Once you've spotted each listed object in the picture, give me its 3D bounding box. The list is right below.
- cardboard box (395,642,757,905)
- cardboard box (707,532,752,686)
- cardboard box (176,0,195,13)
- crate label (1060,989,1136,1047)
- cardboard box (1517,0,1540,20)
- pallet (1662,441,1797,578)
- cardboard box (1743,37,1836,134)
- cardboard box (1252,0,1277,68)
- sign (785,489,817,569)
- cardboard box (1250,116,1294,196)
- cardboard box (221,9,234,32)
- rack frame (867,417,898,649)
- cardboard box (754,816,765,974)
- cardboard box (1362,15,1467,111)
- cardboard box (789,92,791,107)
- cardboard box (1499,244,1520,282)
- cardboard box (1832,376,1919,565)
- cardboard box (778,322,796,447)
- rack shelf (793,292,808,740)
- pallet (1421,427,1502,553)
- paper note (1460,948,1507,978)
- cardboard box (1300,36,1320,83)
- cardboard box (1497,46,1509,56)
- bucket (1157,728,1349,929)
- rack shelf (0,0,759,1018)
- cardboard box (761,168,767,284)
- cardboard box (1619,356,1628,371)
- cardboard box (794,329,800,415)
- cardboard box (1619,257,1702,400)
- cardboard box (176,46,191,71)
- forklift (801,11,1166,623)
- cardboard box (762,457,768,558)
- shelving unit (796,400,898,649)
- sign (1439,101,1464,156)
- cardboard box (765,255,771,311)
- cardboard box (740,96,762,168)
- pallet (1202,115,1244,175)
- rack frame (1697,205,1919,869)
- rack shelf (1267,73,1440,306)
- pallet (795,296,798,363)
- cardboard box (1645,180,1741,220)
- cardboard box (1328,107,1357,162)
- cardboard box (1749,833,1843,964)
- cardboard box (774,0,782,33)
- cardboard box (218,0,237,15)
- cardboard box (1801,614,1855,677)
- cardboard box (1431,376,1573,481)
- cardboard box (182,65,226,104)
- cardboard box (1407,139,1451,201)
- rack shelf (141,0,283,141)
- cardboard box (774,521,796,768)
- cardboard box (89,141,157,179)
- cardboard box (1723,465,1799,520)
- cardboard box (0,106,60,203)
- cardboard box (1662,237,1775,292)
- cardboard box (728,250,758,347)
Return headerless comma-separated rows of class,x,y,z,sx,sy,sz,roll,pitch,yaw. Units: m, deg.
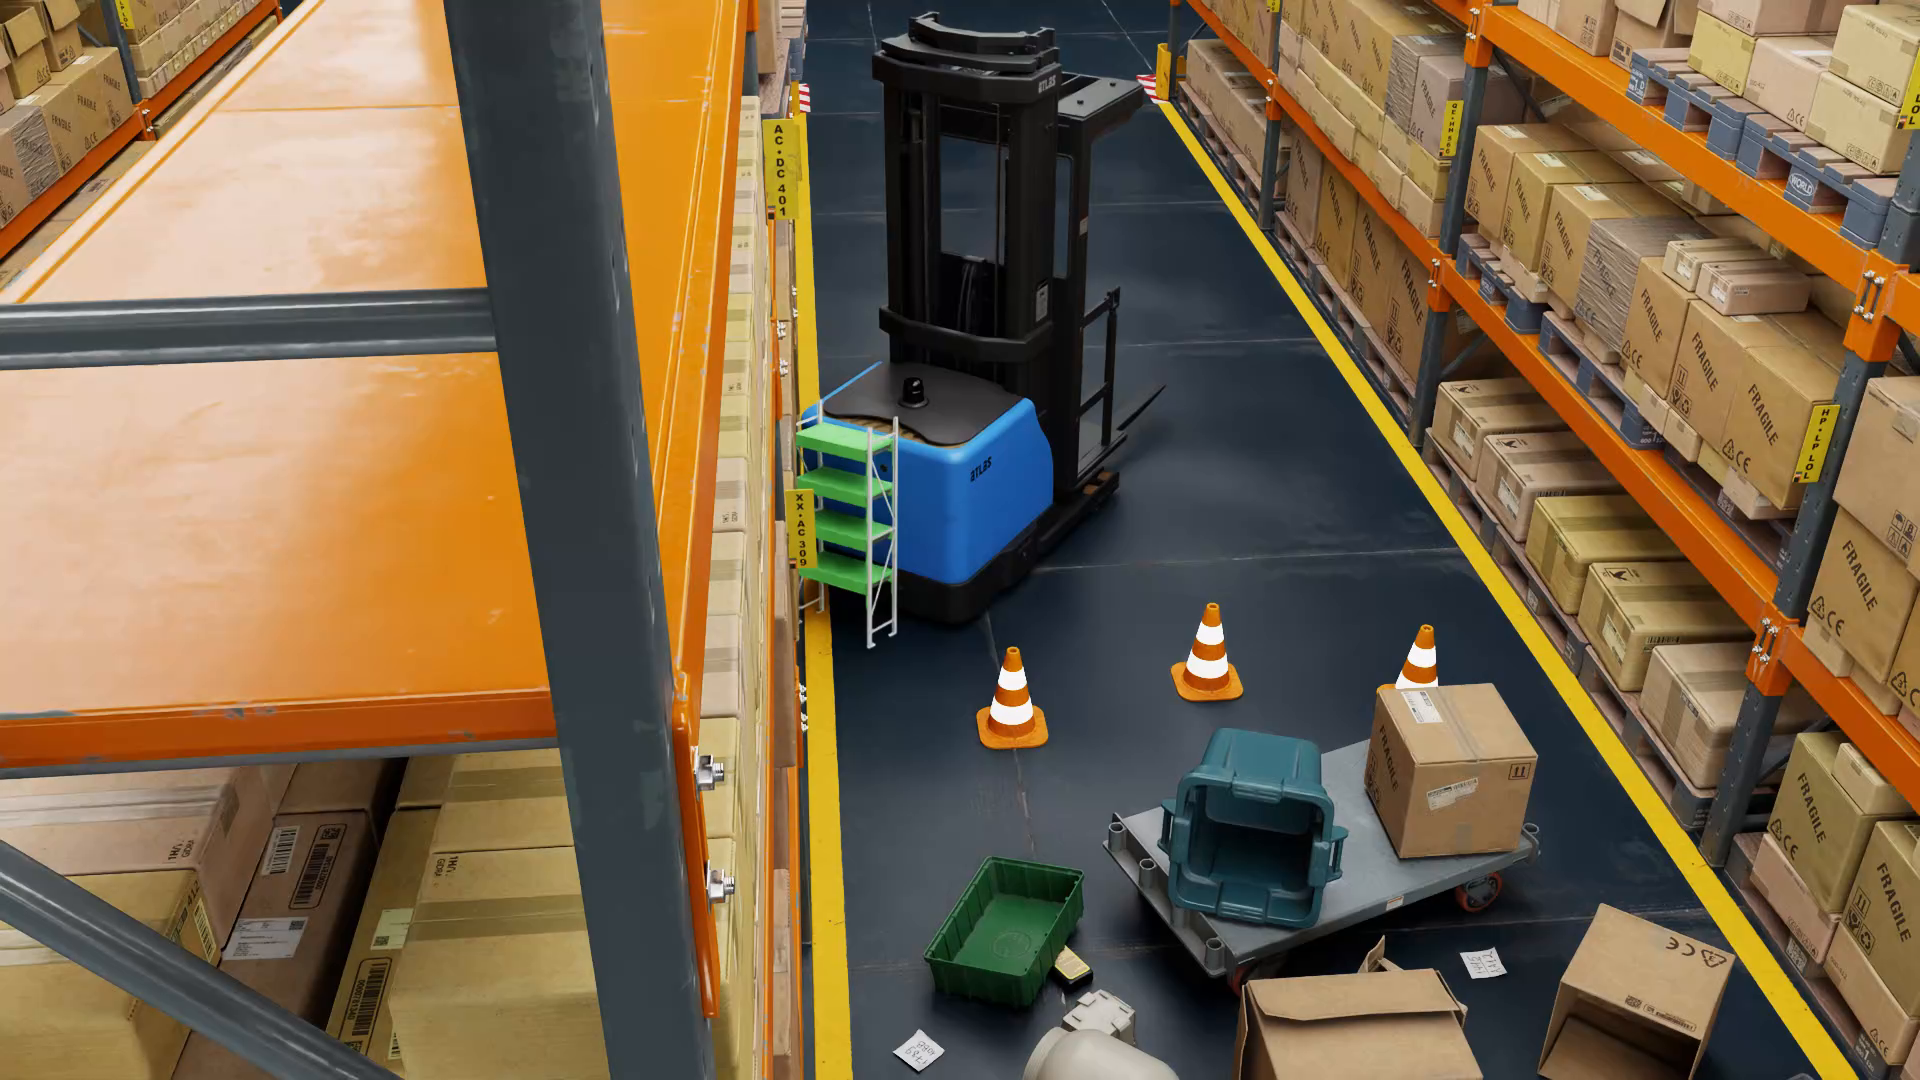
cardboard box,-0.586,0.345,2.671,0.500,0.250,0.500,-3,31,-5
cardboard box,-0.532,0.119,2.662,0.380,0.149,0.250,-2,31,-4
cardboard box,-6.698,-4.662,13.756,0.500,0.500,0.500,-4,31,-6
crate label,0.536,1.889,6.455,0.250,0.136,0.298,27,40,37
cardboard box,3.284,-2.947,9.079,0.380,0.149,0.250,-3,31,-5
pallet,3.871,-0.208,7.361,1.003,0.211,1.213,-3,31,-5
cardboard box,3.556,-1.847,6.729,0.500,0.250,0.500,-2,31,-4
cardboard box,2.752,-4.245,13.835,0.500,0.500,0.500,-2,31,-4
sign,-0.569,-0.038,5.967,0.100,0.325,0.005,-3,31,-5
cardboard box,3.098,-3.384,14.580,0.875,0.438,0.875,-3,31,-5
cardboard box,-6.708,-4.618,14.801,0.380,0.149,0.250,-3,31,-4
rack frame,-0.398,-0.029,8.527,0.015,1.200,0.240,15,25,31
cardboard box,-0.508,0.586,2.657,0.380,0.149,0.250,-3,31,-4
cardboard box,3.019,-3.175,11.068,0.500,0.500,0.500,-3,31,-5
cardboard box,-1.782,-4.158,15.577,0.380,0.149,0.250,-2,31,-3
cardboard box,3.242,-1.546,9.248,0.380,0.149,0.250,-5,31,-8
cardboard box,3.623,-0.258,5.895,0.700,0.500,0.500,-3,31,-5
cardboard box,-1.042,-0.701,7.902,0.500,0.500,0.500,-2,31,-4
rack shelf,-1.308,-0.317,8.058,1.077,0.370,4.000,-3,31,-5
pallet,3.495,-0.340,10.113,1.003,0.211,1.213,-3,31,-5
paper note,2.148,1.733,6.819,0.148,0.019,0.142,-3,31,-5
cardboard box,2.887,-3.625,12.553,0.500,0.250,0.500,-2,31,-4
cardboard box,3.565,-2.924,10.649,0.500,0.500,0.500,-3,31,-4
bucket,1.187,1.107,6.682,0.726,0.611,0.620,8,22,13
rack shelf,-0.935,-0.679,3.203,1.077,0.370,4.000,-3,31,-5
cardboard box,-0.820,-0.940,4.823,0.500,0.250,0.500,-3,31,-5
cardboard box,3.471,-0.876,8.128,0.380,0.149,0.250,-4,31,-6
cardboard box,-1.307,-1.128,10.741,0.500,0.500,0.500,-4,31,-7
cardboard box,3.436,-0.986,7.679,0.500,0.500,0.500,-2,31,-3
cardboard box,-6.589,-3.965,13.709,0.380,0.149,0.250,-4,31,-6
forklift,0.319,-1.536,9.464,1.130,2.935,3.031,17,35,26
cardboard box,-0.626,-0.058,3.736,0.380,0.149,0.250,-3,31,-5
shelving unit,-0.600,-0.082,8.652,0.503,1.200,0.258,15,25,31
sign,2.871,-2.405,9.722,0.100,0.325,0.005,-3,31,-5
cardboard box,-0.745,-0.709,4.825,0.380,0.149,0.250,-2,31,-4
cardboard box,-0.770,-1.179,4.834,0.380,0.149,0.250,-3,31,-5
pallet,2.940,-3.797,15.902,1.003,0.211,1.213,-3,31,-5
rack frame,3.797,0.106,6.647,1.000,3.000,0.127,-3,31,-5
rack shelf,3.237,-2.648,11.960,1.077,0.370,4.000,-3,31,-5
pallet,-1.678,-1.470,12.006,1.003,0.211,1.213,-3,31,-5
cardboard box,3.851,-1.547,8.618,0.500,0.500,0.500,-5,31,-8
cardboard box,2.948,-2.894,11.817,0.500,0.250,0.500,-3,31,-5
cardboard box,3.584,1.421,6.719,0.500,0.250,0.500,-4,31,-7
cardboard box,-1.099,-2.600,7.834,0.500,0.311,0.500,-3,31,-5
cardboard box,-6.786,-4.855,14.810,0.500,0.250,0.500,-4,31,-6
cardboard box,3.508,0.390,6.417,0.380,0.149,0.250,-3,31,-5
cardboard box,3.467,-0.699,10.149,0.950,0.372,0.625,-5,31,-8
cardboard box,-6.883,-3.572,14.467,0.875,0.875,0.875,-3,31,-5
cardboard box,3.126,-2.321,10.370,0.500,0.250,0.500,-3,31,-5
rack shelf,-7.004,-4.215,14.584,1.077,0.370,4.000,-3,31,-5
cardboard box,-0.954,0.332,5.069,0.875,0.550,0.550,-3,31,-5
cardboard box,-6.737,-2.446,12.582,1.225,0.875,0.875,-3,31,-4
cardboard box,3.475,-0.215,7.022,0.380,0.149,0.250,-2,31,-4
cardboard box,-6.364,-2.545,10.989,0.500,0.500,0.500,-3,31,-4
cardboard box,3.403,-1.238,7.468,0.380,0.149,0.250,-4,31,-7
cardboard box,-0.653,-0.534,3.755,0.380,0.149,0.250,-3,31,-5
